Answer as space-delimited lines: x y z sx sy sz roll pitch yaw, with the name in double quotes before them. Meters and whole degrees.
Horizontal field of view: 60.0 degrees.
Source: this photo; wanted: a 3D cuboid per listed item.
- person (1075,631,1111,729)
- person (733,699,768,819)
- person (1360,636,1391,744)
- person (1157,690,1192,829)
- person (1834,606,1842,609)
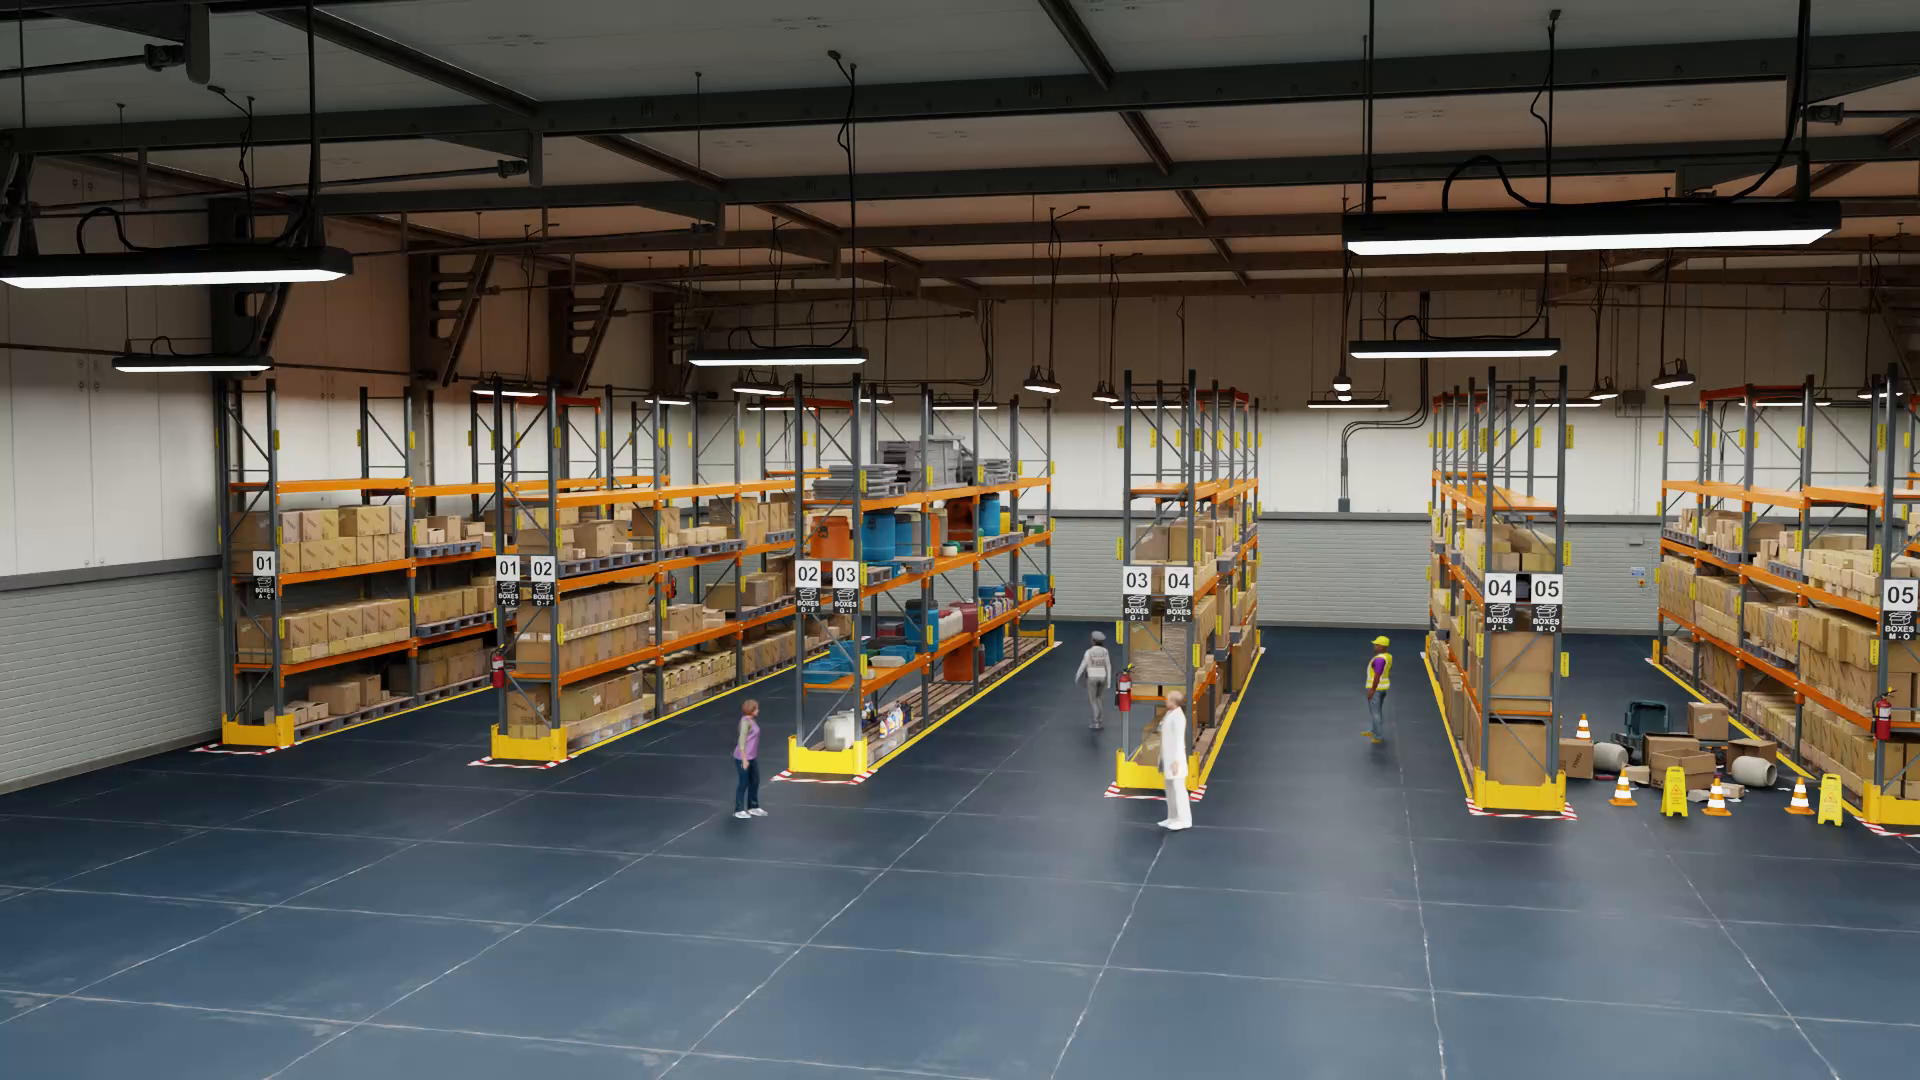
"person" 2.335 2.446 28.851 0.551 1.749 0.519 -2 4 -28
"person" -2.801 2.956 22.039 0.418 1.497 0.498 1 3 9
"person" 6.887 2.468 27.722 0.577 1.759 0.655 -3 5 -43
"person" 2.763 2.839 21.414 0.436 1.820 0.716 -1 3 -10
"person" 20.054 1.840 37.759 0.503 1.761 0.539 1 3 9
